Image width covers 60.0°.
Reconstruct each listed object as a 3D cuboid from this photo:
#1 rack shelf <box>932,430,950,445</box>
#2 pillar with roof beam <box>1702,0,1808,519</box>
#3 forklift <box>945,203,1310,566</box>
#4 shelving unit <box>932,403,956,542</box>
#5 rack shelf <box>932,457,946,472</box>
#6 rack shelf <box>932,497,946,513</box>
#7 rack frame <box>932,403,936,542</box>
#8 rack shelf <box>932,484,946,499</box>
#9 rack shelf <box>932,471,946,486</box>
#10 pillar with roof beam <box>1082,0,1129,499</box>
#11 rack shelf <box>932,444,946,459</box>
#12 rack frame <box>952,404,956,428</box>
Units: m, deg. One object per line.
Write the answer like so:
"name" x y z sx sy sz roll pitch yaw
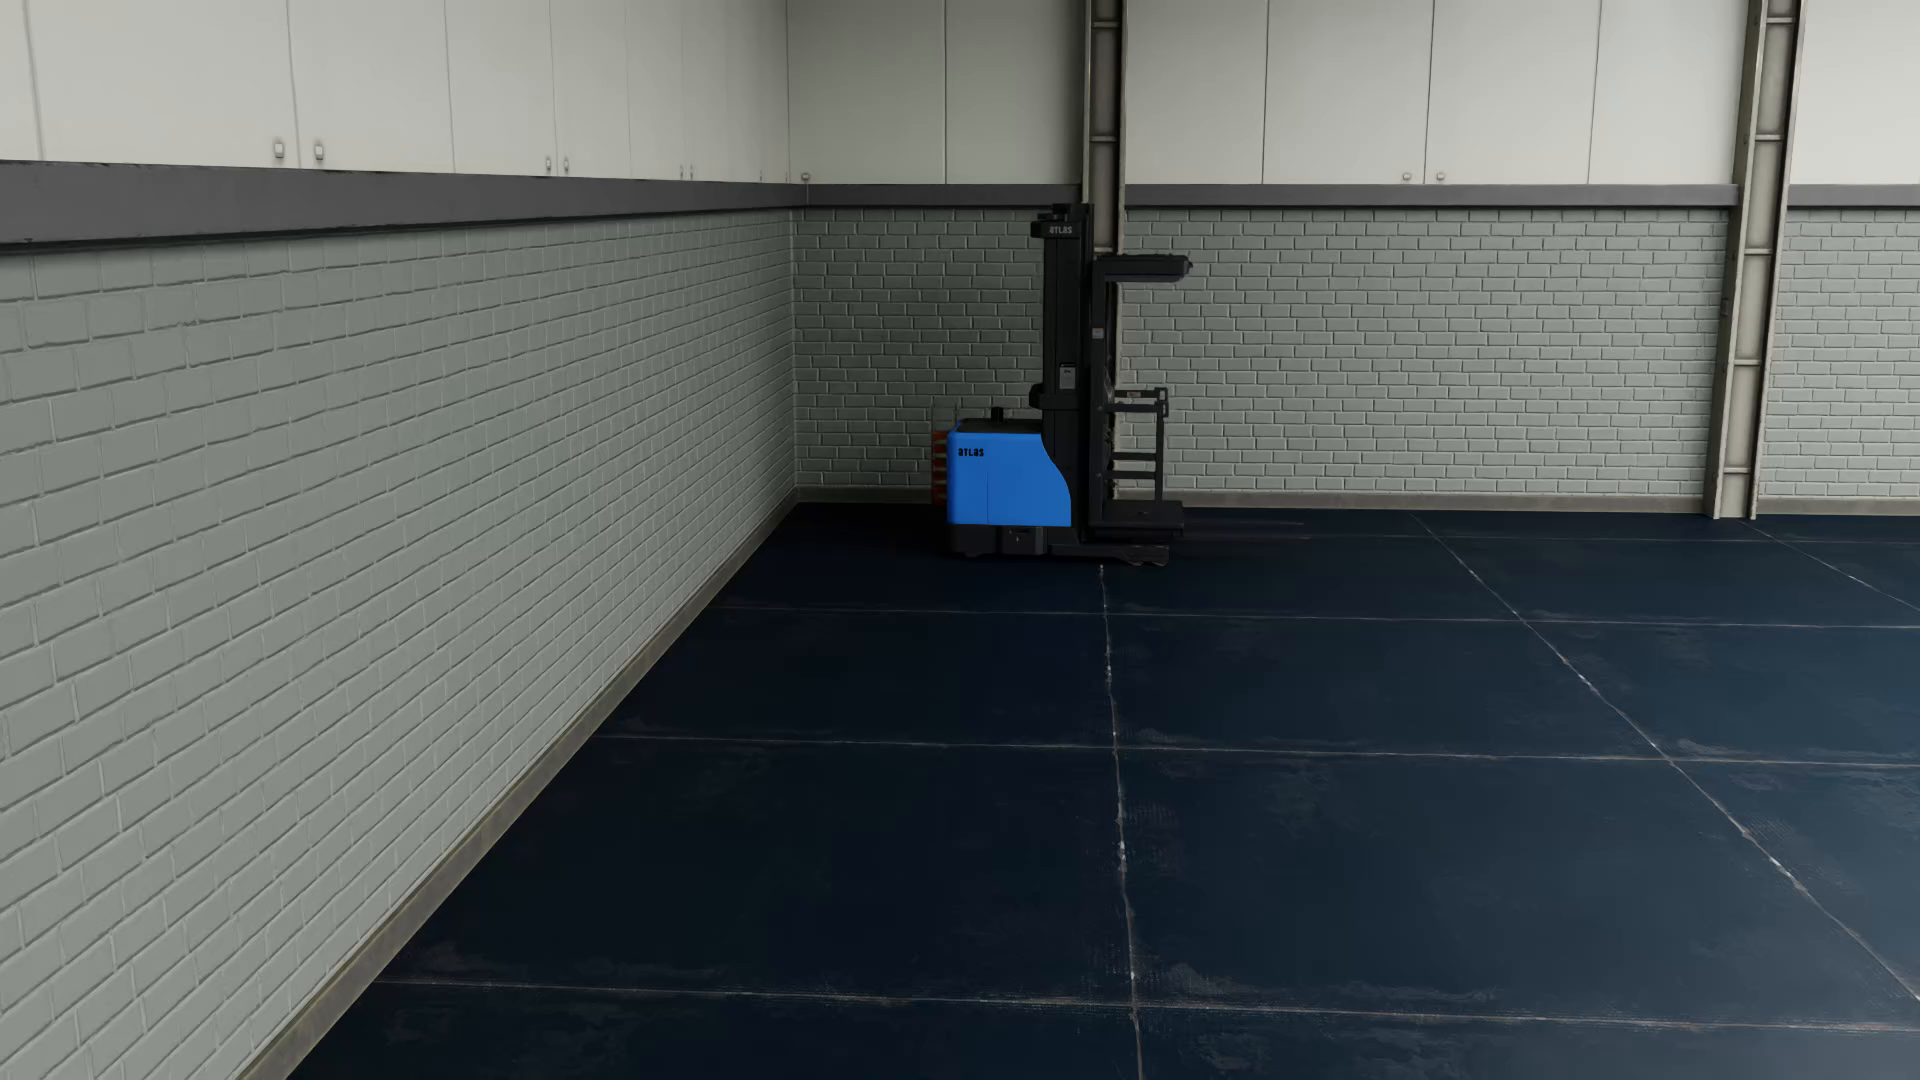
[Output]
"rack shelf" -0.140 -0.900 14.600 0.180 0.103 0.258 1 12 6
"pillar with roof beam" 7.045 -3.755 10.742 0.400 9.000 9.100 1 12 4
"forklift" 1.426 -1.334 13.986 3.031 2.935 1.130 1 12 6
"shelving unit" -0.140 -0.591 14.664 0.189 1.200 0.258 1 12 6
"rack shelf" -0.140 -0.665 14.649 0.180 0.103 0.258 1 12 6
"rack shelf" -0.140 -0.313 14.723 0.180 0.103 0.258 1 12 6
"rack frame" -0.231 -0.593 14.675 0.006 1.200 0.240 1 12 6
"rack shelf" -0.140 -0.430 14.698 0.180 0.103 0.258 1 12 6
"rack shelf" -0.140 -0.548 14.674 0.180 0.103 0.258 1 12 6
"pillar with roof beam" 1.058 -3.837 11.134 0.400 9.000 9.100 1 12 4
"rack shelf" -0.140 -0.783 14.624 0.180 0.103 0.258 1 12 6
"rack frame" -0.049 -0.589 14.654 0.006 1.200 0.240 1 12 6
